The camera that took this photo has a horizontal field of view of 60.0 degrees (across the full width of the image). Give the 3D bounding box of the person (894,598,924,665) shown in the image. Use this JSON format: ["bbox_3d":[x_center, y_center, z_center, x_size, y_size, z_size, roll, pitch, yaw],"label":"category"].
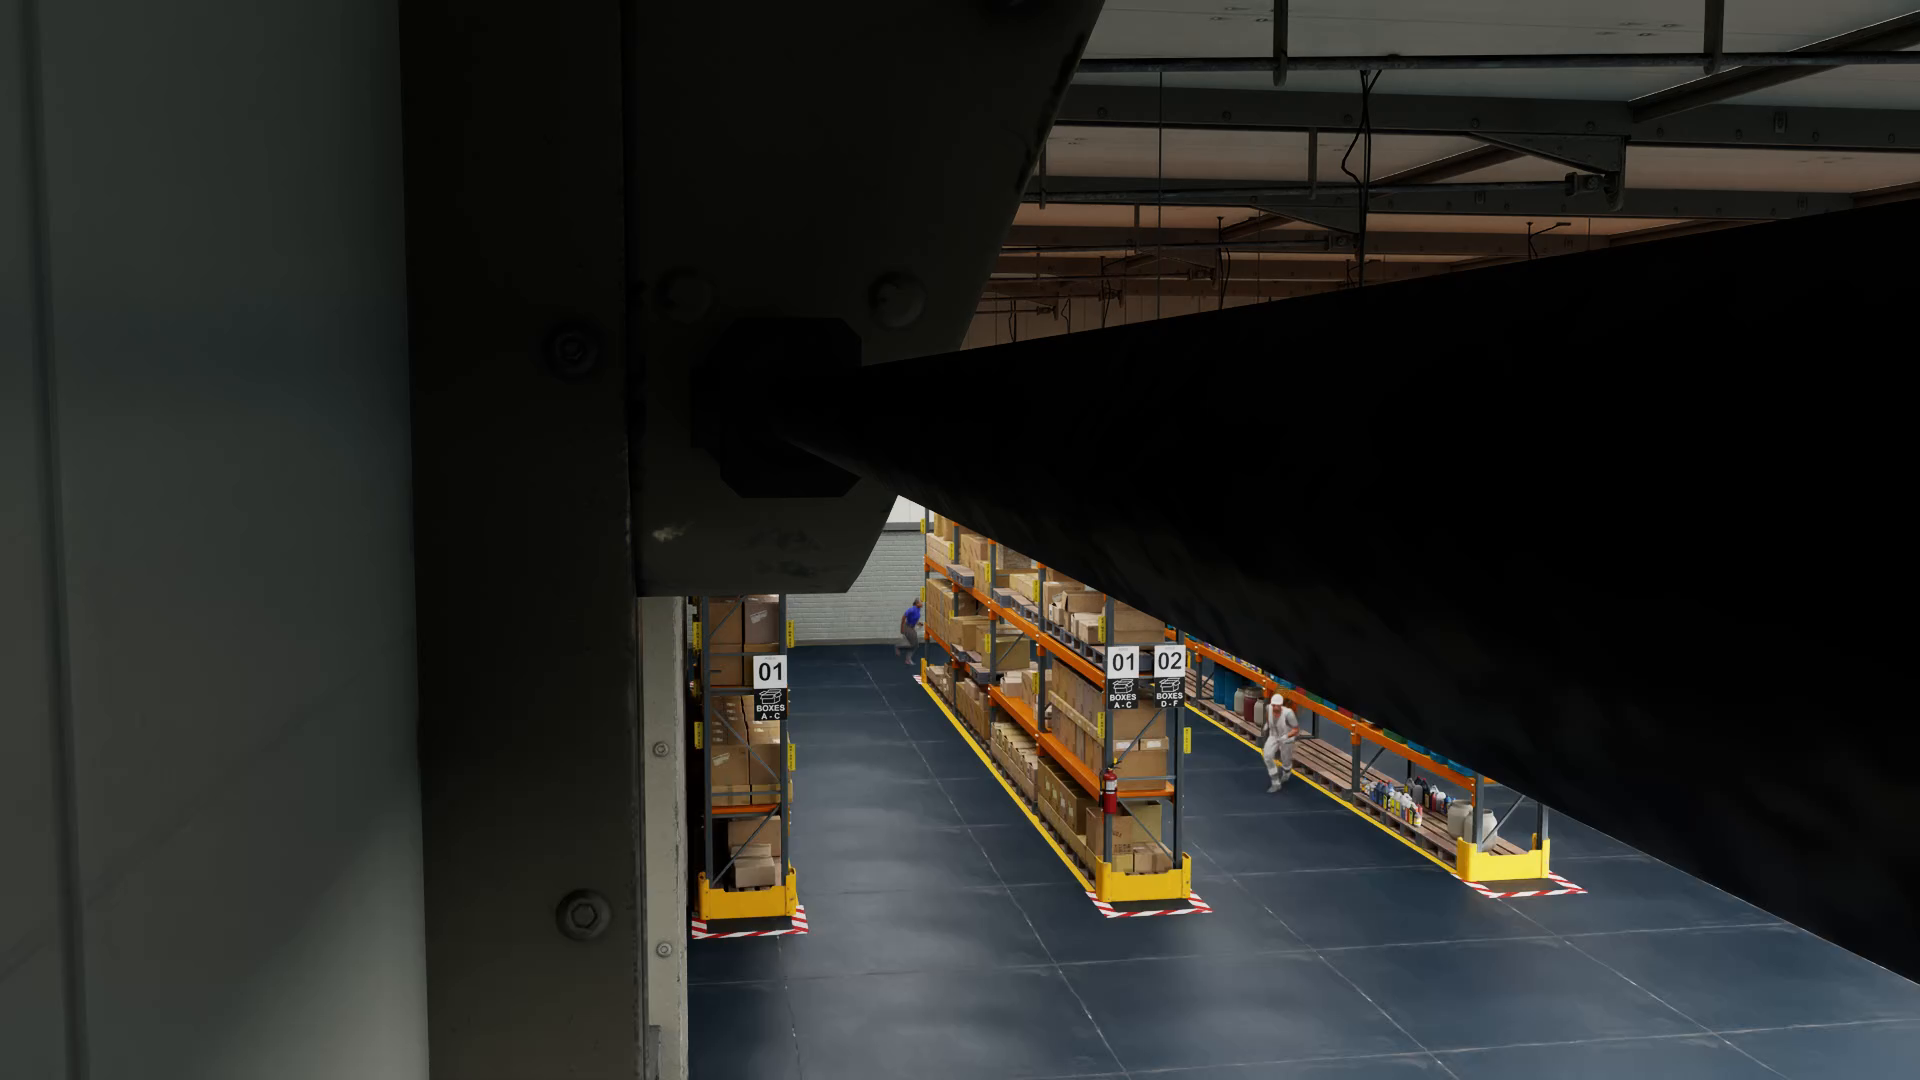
[{"bbox_3d":[-1.187,2.137,38.980,0.704,1.592,0.560,1,5,11],"label":"person"}]

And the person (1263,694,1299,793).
[{"bbox_3d":[5.131,3.169,26.482,0.681,1.584,1.106,3,6,29],"label":"person"}]
